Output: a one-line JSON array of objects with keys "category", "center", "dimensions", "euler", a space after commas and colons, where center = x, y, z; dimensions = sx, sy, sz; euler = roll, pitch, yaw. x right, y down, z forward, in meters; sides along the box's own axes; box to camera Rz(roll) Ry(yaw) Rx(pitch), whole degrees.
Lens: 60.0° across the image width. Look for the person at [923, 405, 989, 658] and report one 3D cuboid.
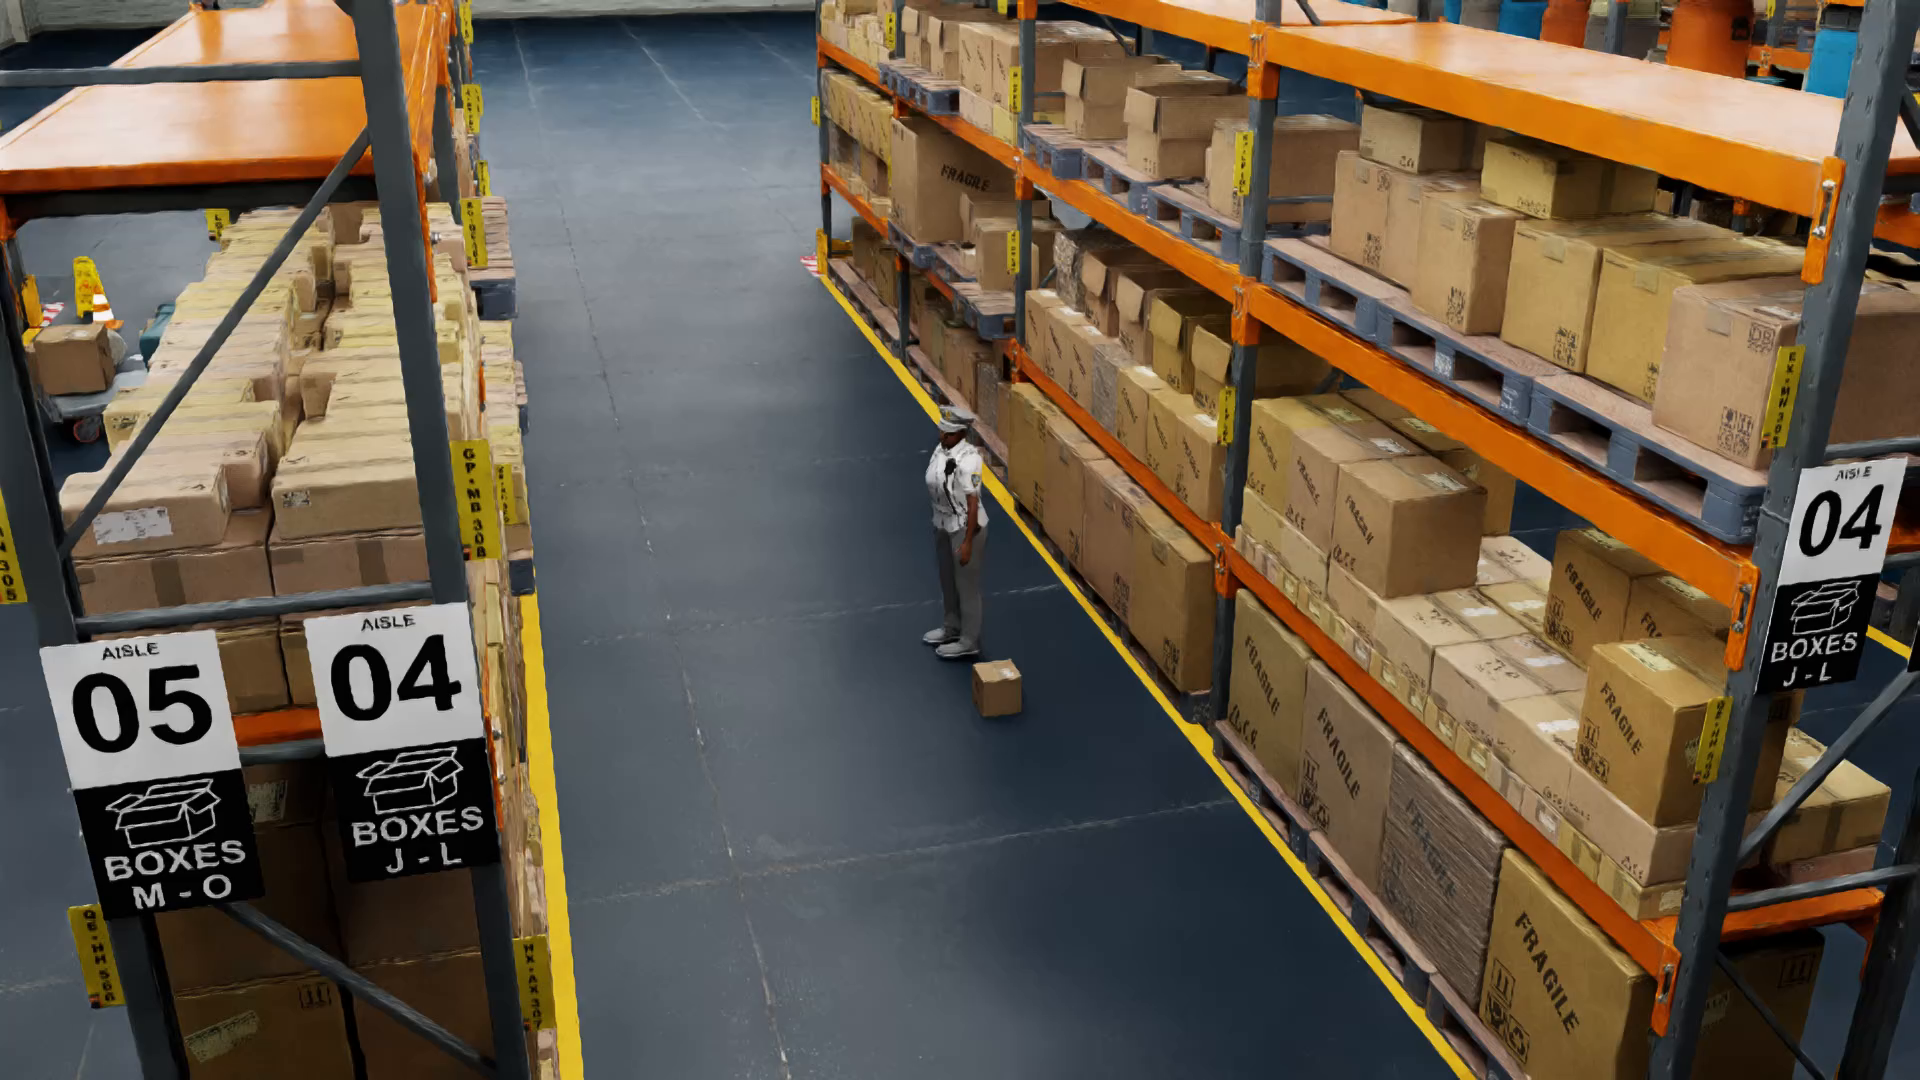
[{"category": "person", "center": [-0.024, -0.058, 10.700], "dimensions": [0.364, 1.691, 0.502], "euler": [-14, 27, -30]}]
